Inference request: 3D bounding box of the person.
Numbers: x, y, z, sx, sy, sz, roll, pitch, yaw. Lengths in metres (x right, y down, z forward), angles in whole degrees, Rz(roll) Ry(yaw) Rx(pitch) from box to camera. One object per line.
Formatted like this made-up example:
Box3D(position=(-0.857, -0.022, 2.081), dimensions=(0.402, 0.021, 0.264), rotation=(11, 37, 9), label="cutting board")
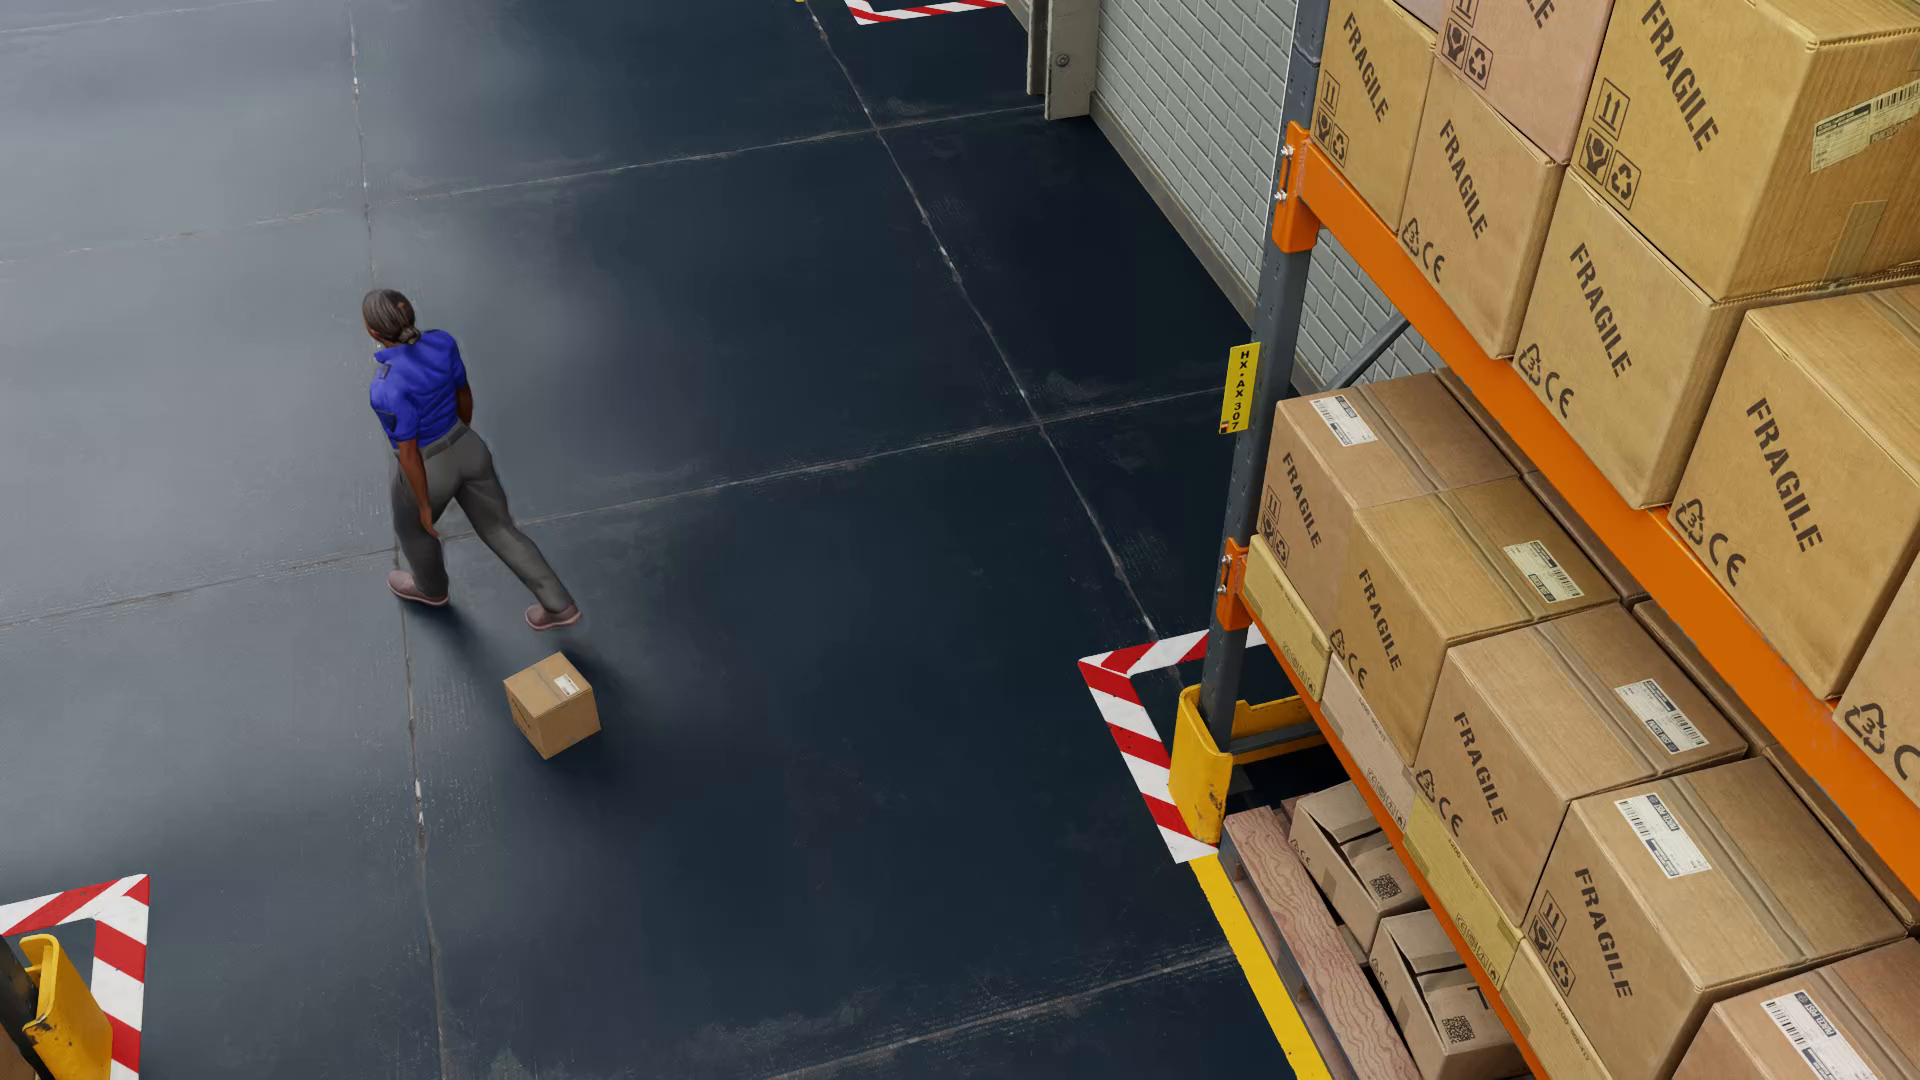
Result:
Box3D(position=(-1.981, -0.284, 6.485), dimensions=(0.971, 1.593, 0.462), rotation=(22, 47, 22), label="person")
